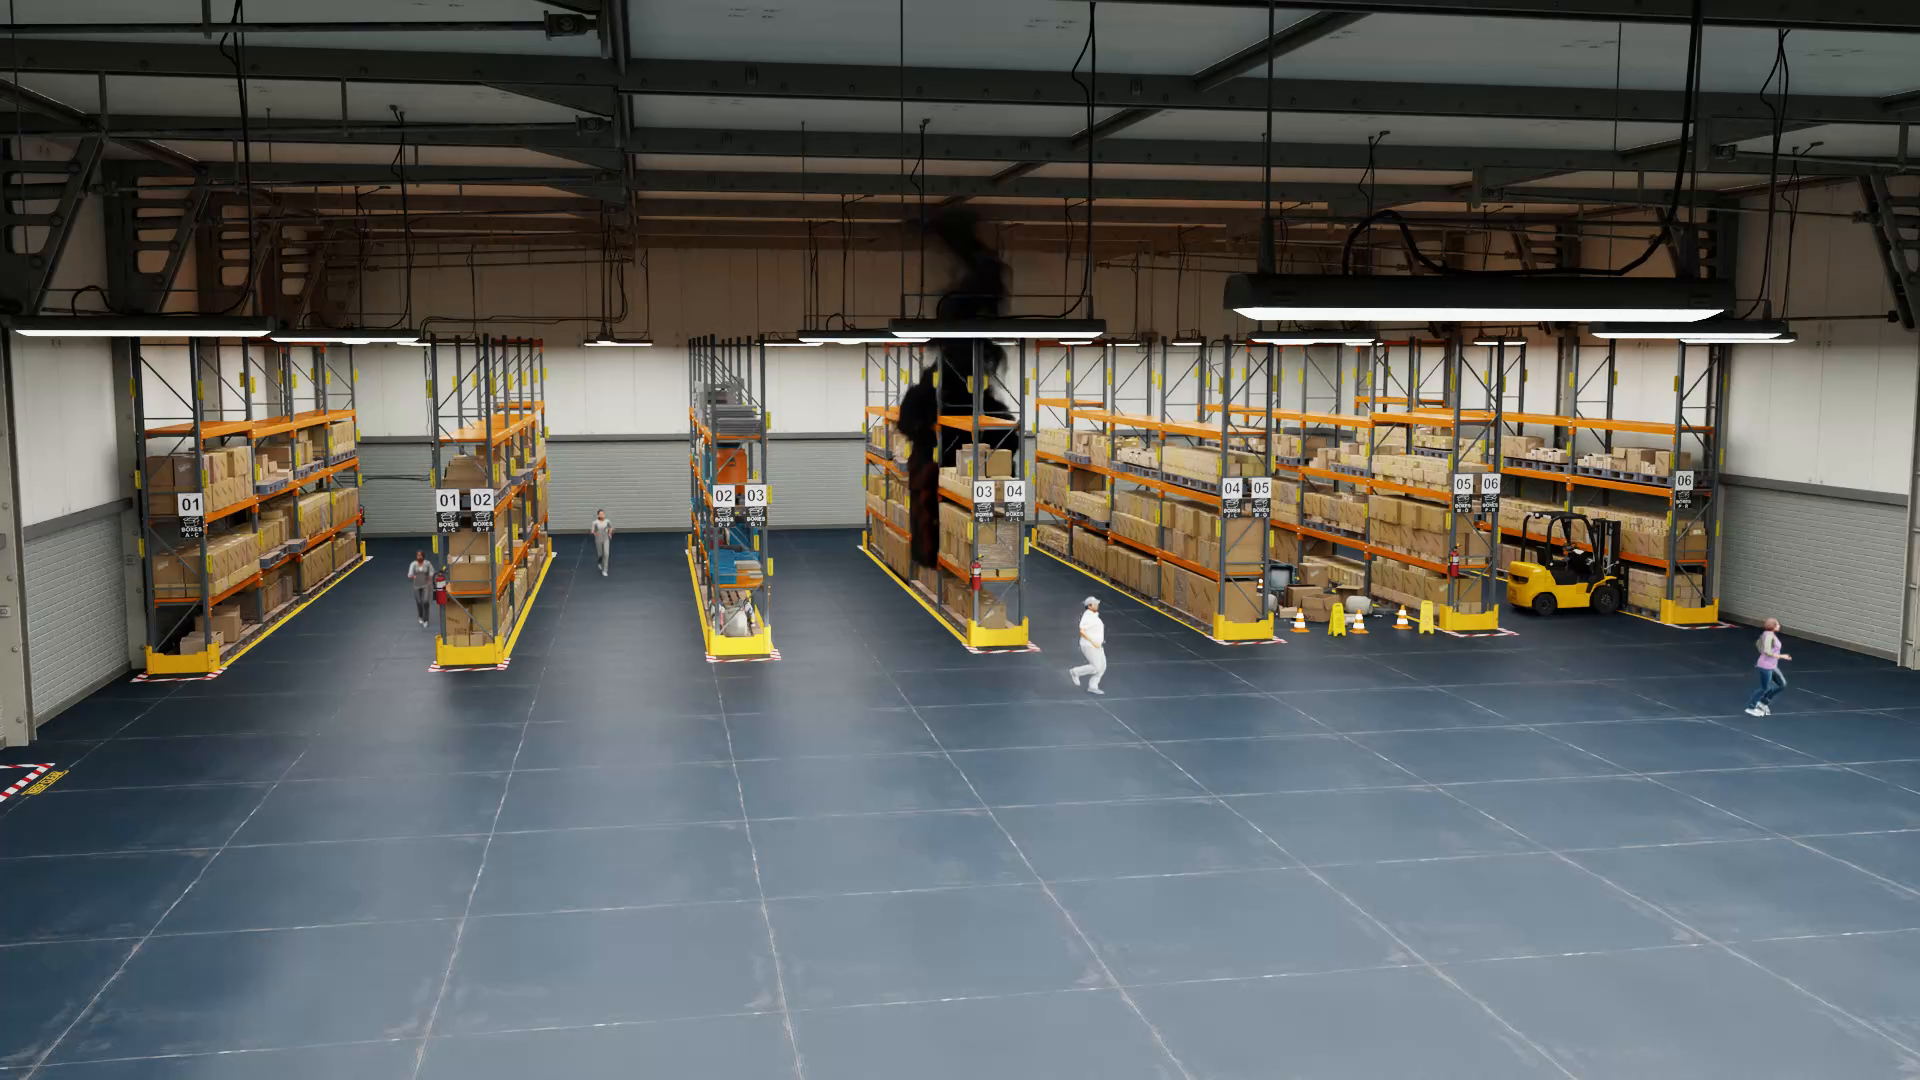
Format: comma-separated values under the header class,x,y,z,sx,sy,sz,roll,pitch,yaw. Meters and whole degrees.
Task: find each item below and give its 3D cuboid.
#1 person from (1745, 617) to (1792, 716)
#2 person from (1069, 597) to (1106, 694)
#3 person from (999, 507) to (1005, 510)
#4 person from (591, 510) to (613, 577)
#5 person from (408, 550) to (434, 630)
class,x,y,z,sx,sy,sz,roll,pitch,yaw
person,12.579,1.980,25.838,0.627,1.577,0.532,4,8,34
person,2.142,1.757,27.773,0.579,1.636,0.617,2,7,17
person,1.013,-0.723,48.943,0.744,1.686,0.591,4,8,29
person,-9.111,0.054,42.341,0.568,1.672,0.922,-2,7,-18
person,-11.119,1.024,34.316,0.490,1.615,0.771,-1,7,-12
